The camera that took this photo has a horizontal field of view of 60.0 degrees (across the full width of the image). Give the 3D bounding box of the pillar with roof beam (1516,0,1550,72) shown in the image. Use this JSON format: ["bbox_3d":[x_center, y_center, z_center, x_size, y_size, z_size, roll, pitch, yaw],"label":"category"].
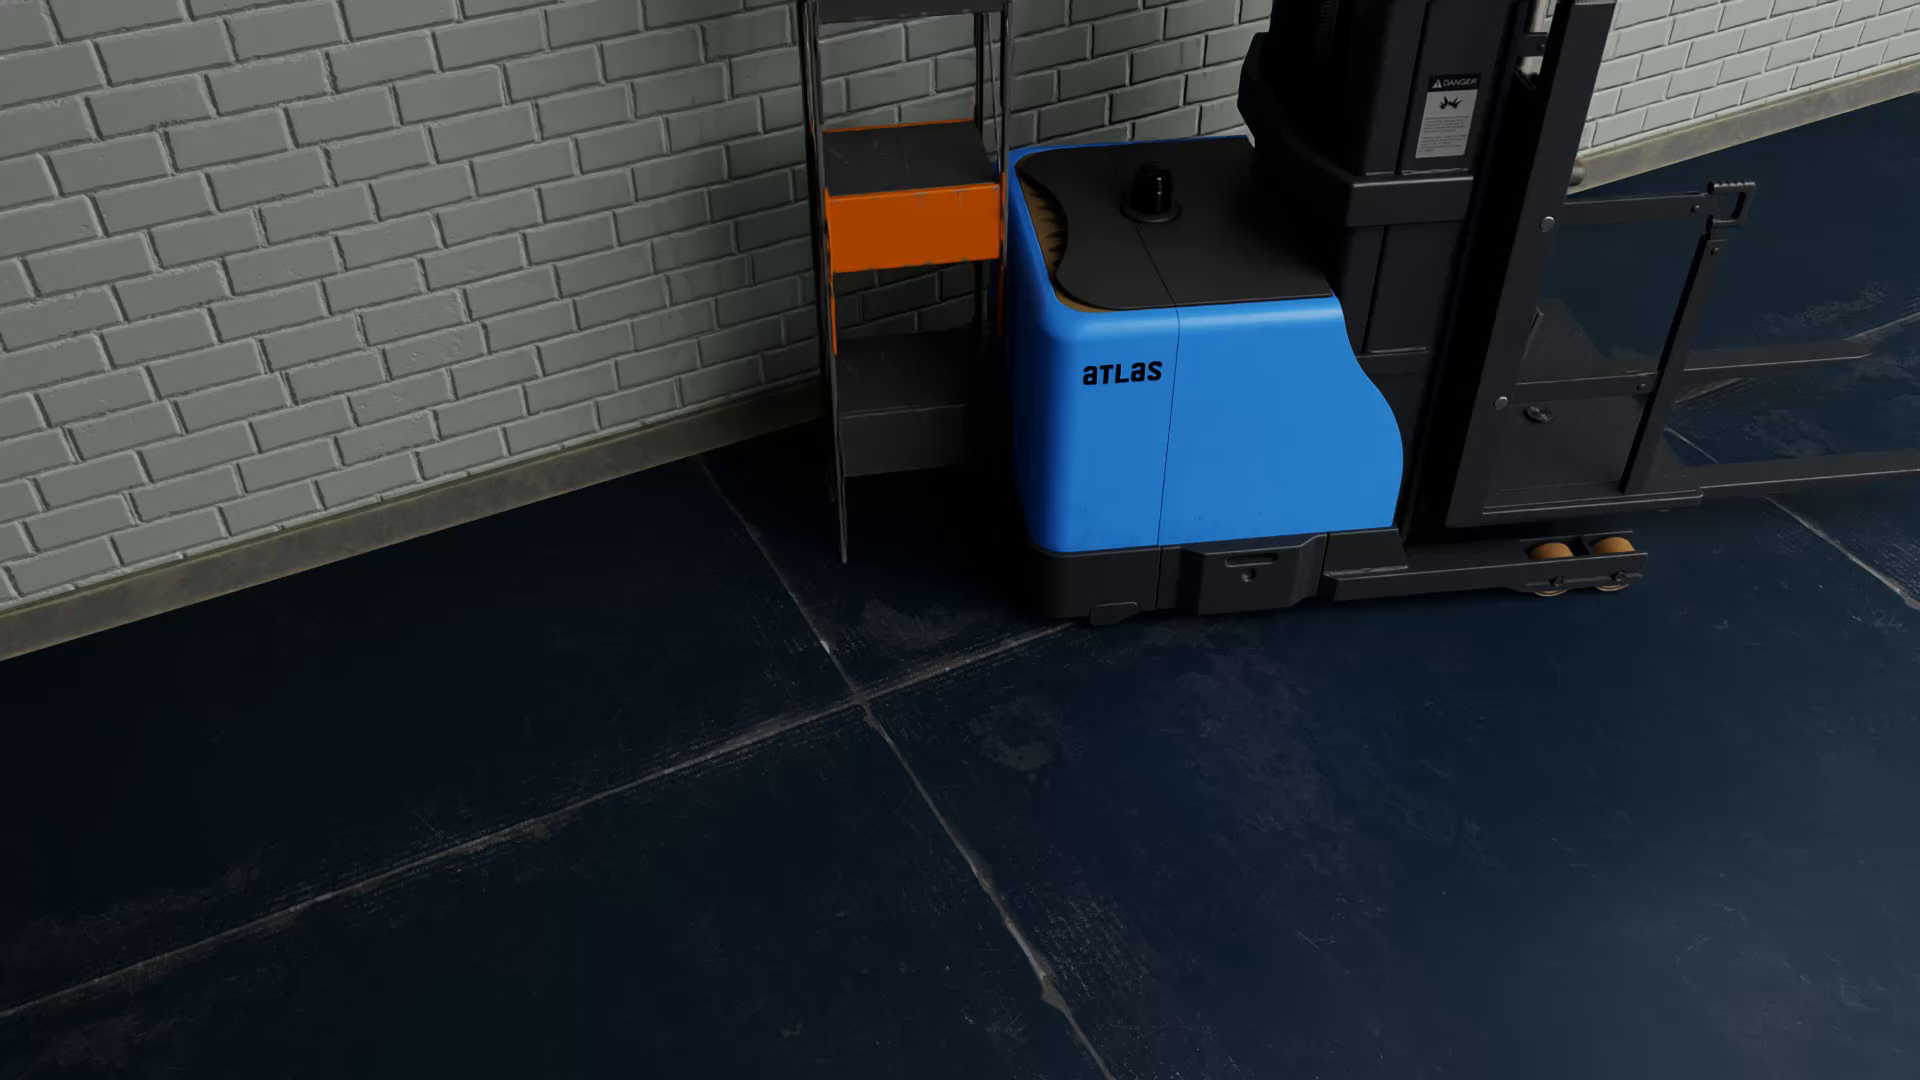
[{"bbox_3d":[3.824,-2.087,0.750,0.400,9.000,9.100,-19,44,-21],"label":"pillar with roof beam"}]

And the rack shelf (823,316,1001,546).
[{"bbox_3d":[-0.153,-0.338,5.129,0.480,0.518,0.431,-7,41,-8],"label":"rack shelf"}]

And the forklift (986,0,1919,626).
[{"bbox_3d":[1.636,-1.283,4.498,3.031,2.935,1.130,-5,40,-5],"label":"forklift"}]

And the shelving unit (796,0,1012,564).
[{"bbox_3d":[-0.153,-0.883,4.668,0.503,2.100,0.431,-7,41,-8],"label":"shelving unit"}]

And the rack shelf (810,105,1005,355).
[{"bbox_3d":[-0.153,-0.873,4.677,0.480,0.518,0.431,-7,41,-8],"label":"rack shelf"}]

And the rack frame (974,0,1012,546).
[{"bbox_3d":[0.087,-0.910,4.700,0.015,2.100,0.400,-7,41,-8],"label":"rack frame"}]

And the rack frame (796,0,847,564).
[{"bbox_3d":[-0.393,-0.855,4.635,0.015,2.100,0.400,-7,41,-8],"label":"rack frame"}]

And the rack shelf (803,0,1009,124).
[{"bbox_3d":[-0.153,-1.407,4.225,0.480,0.518,0.431,-7,41,-8],"label":"rack shelf"}]
